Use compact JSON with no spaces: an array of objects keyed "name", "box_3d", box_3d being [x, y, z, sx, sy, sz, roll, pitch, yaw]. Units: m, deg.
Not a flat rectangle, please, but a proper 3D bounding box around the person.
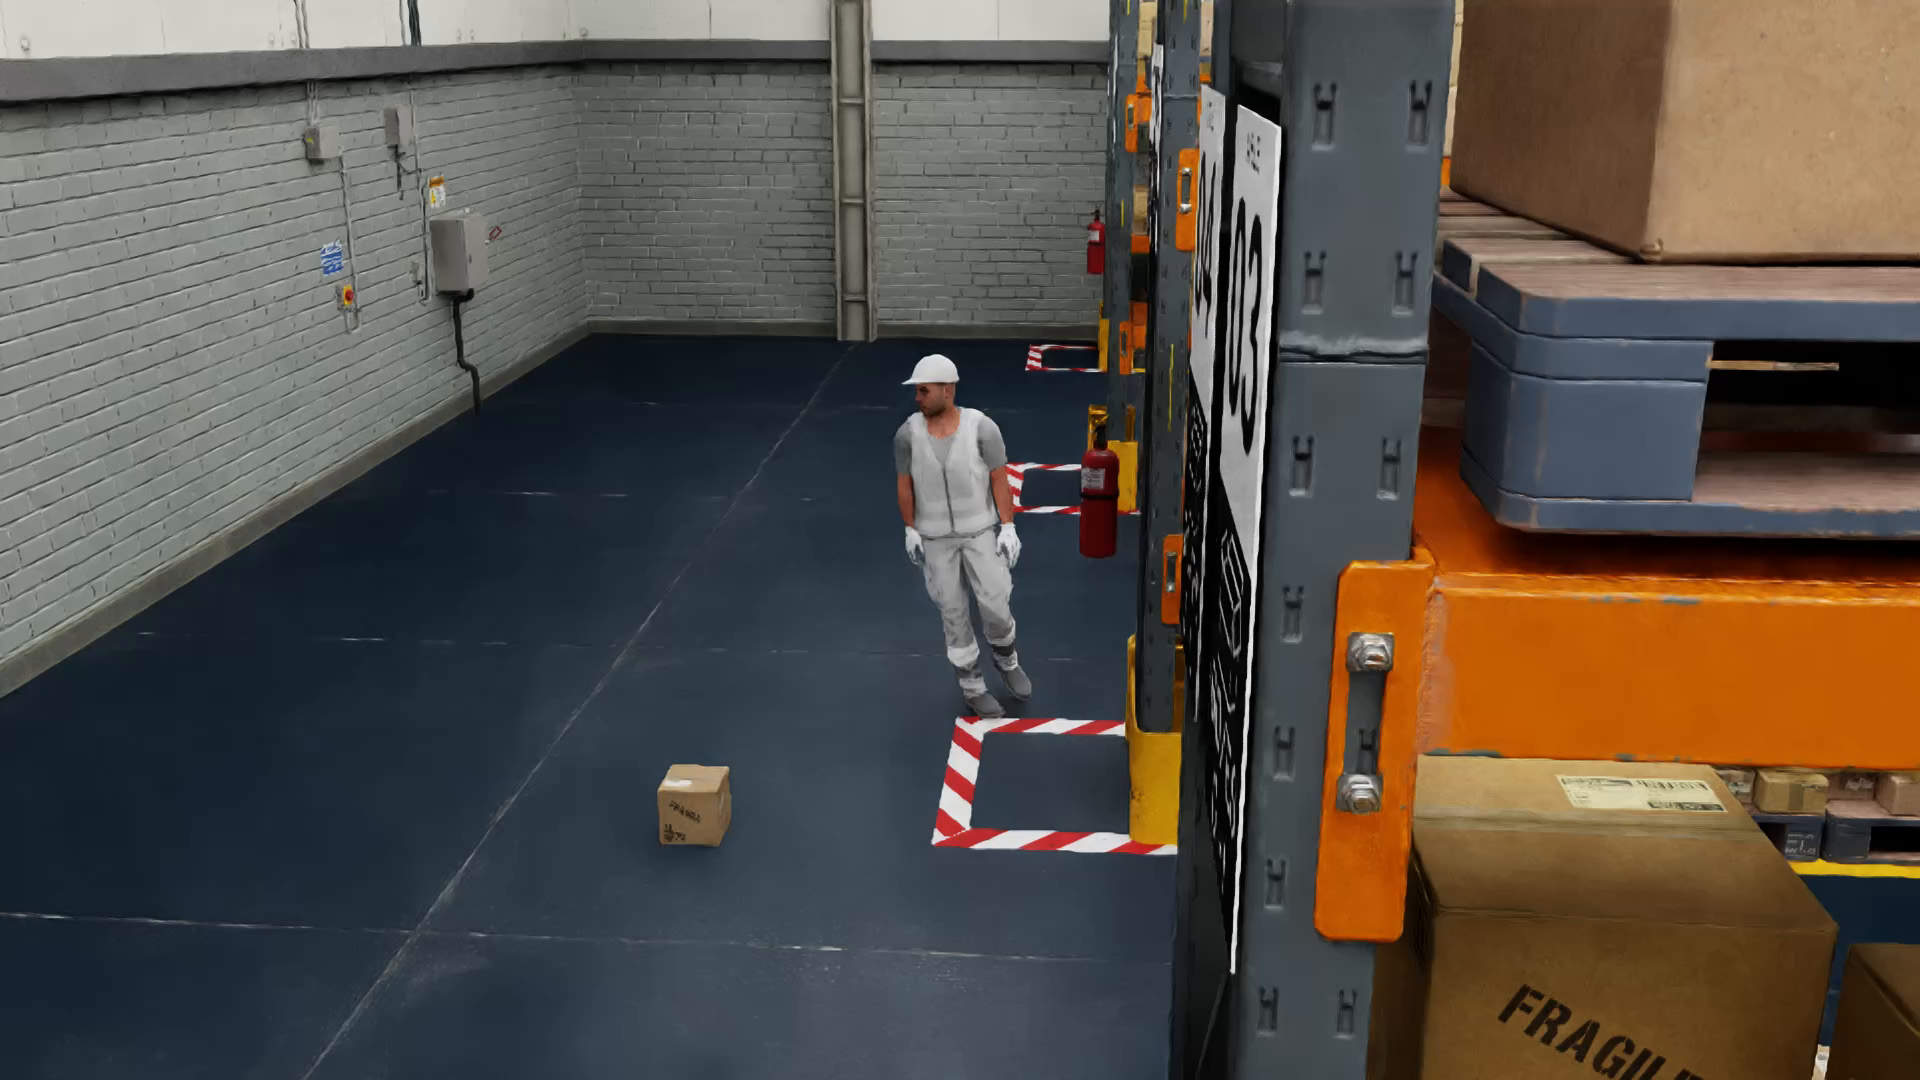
[{"name":"person","box_3d":[0.018,-0.007,8.059,0.687,1.776,0.436,0,17,2]}]
